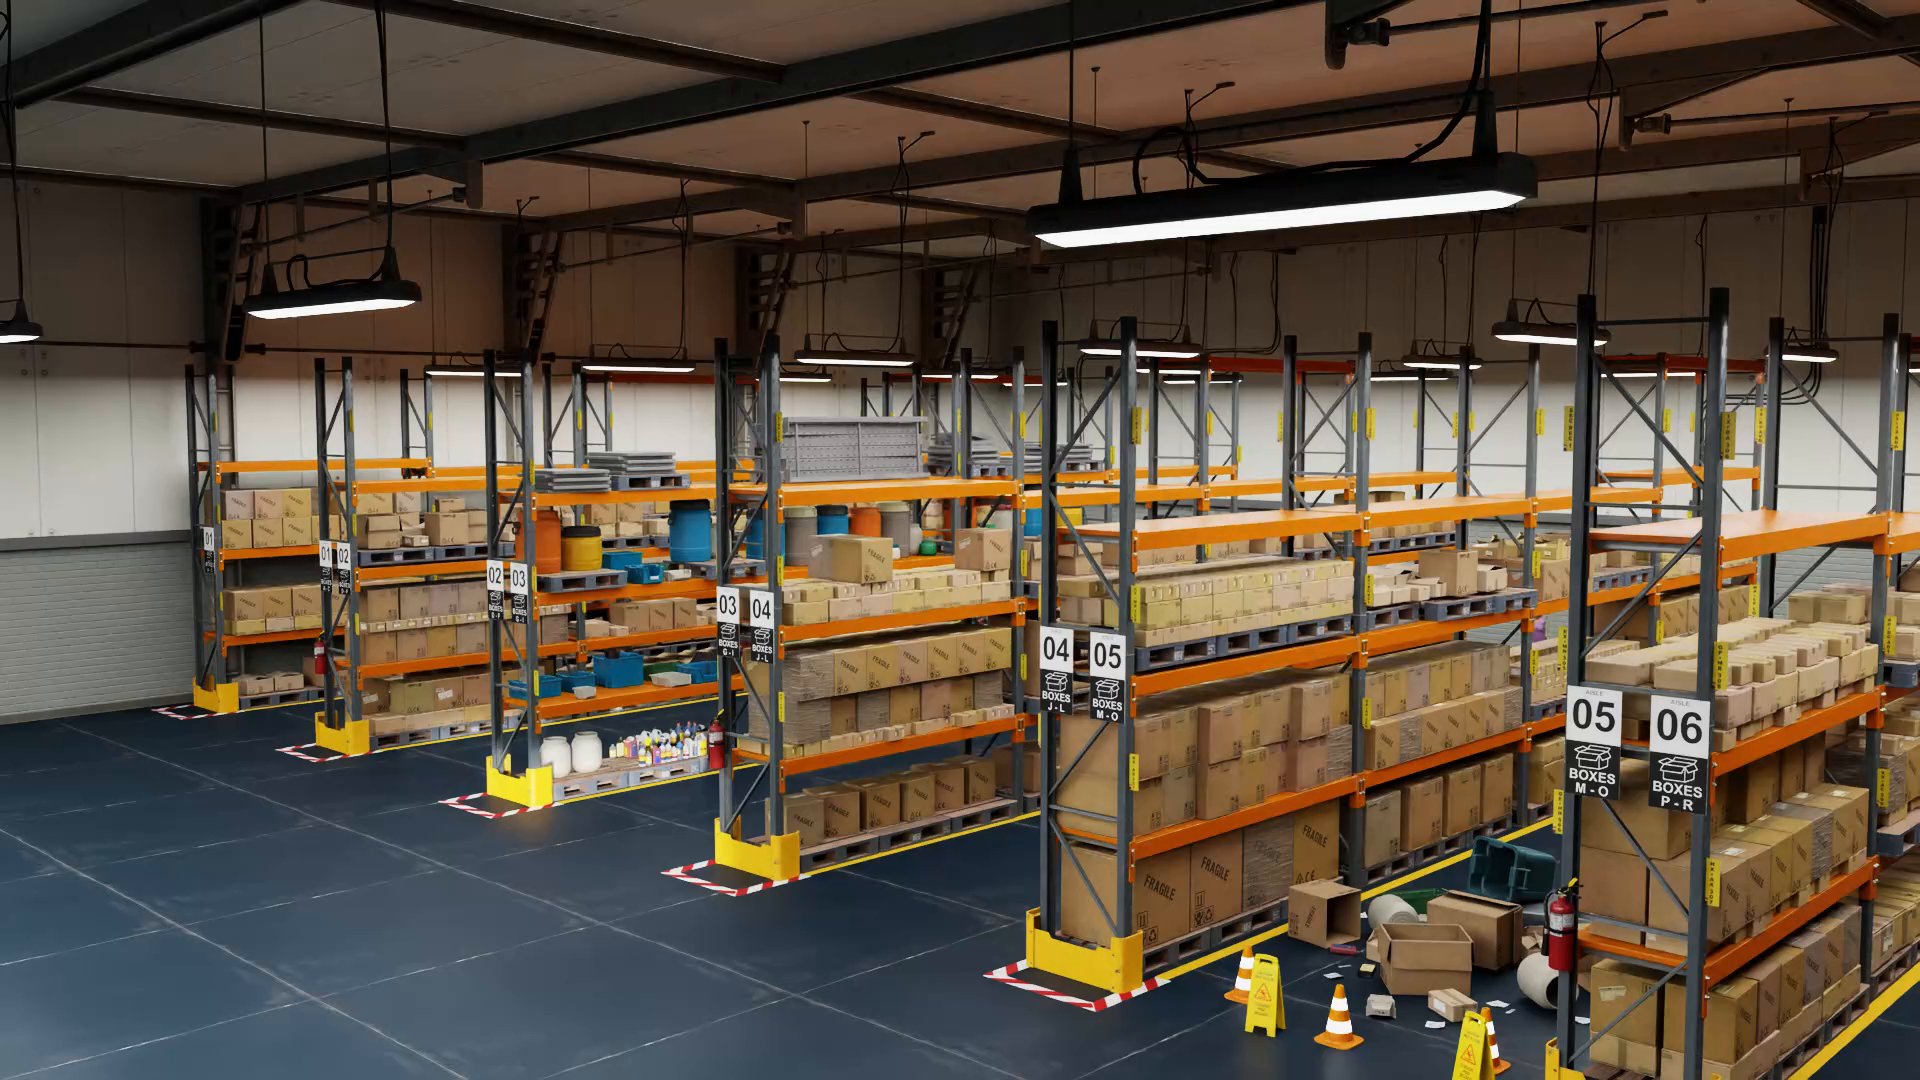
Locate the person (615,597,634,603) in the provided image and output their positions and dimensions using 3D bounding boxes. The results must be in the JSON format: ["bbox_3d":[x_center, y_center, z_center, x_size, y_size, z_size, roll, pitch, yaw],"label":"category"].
[{"bbox_3d":[-6.745,1.807,32.949,0.568,1.723,0.755,2,5,20],"label":"person"}]

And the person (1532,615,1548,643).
[{"bbox_3d":[10.833,1.983,31.137,0.392,1.555,0.899,2,5,28],"label":"person"}]
